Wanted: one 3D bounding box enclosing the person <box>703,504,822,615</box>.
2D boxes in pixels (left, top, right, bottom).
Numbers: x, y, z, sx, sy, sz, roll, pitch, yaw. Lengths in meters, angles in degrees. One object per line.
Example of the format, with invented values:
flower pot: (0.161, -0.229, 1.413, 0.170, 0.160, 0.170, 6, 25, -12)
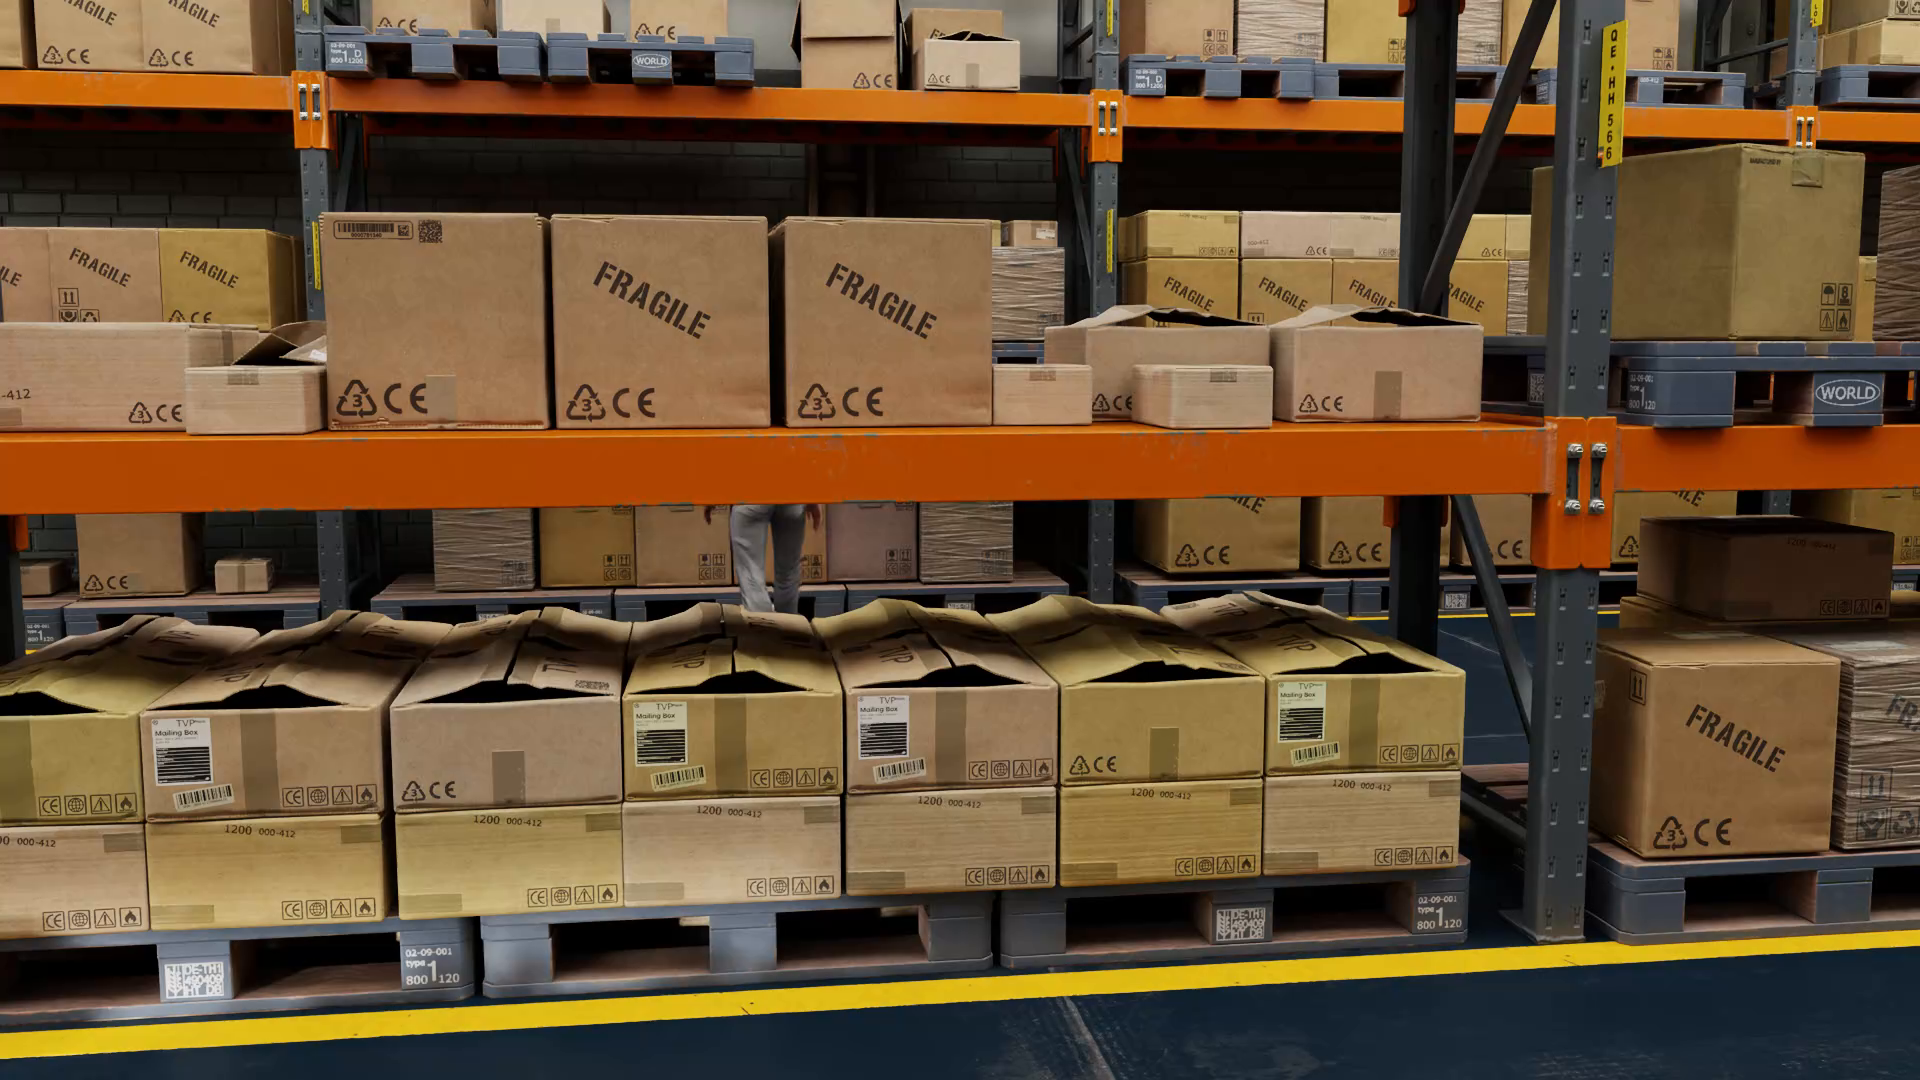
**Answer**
person: (-0.894, -0.174, 7.466, 0.541, 1.542, 0.787, -3, 7, -24)
